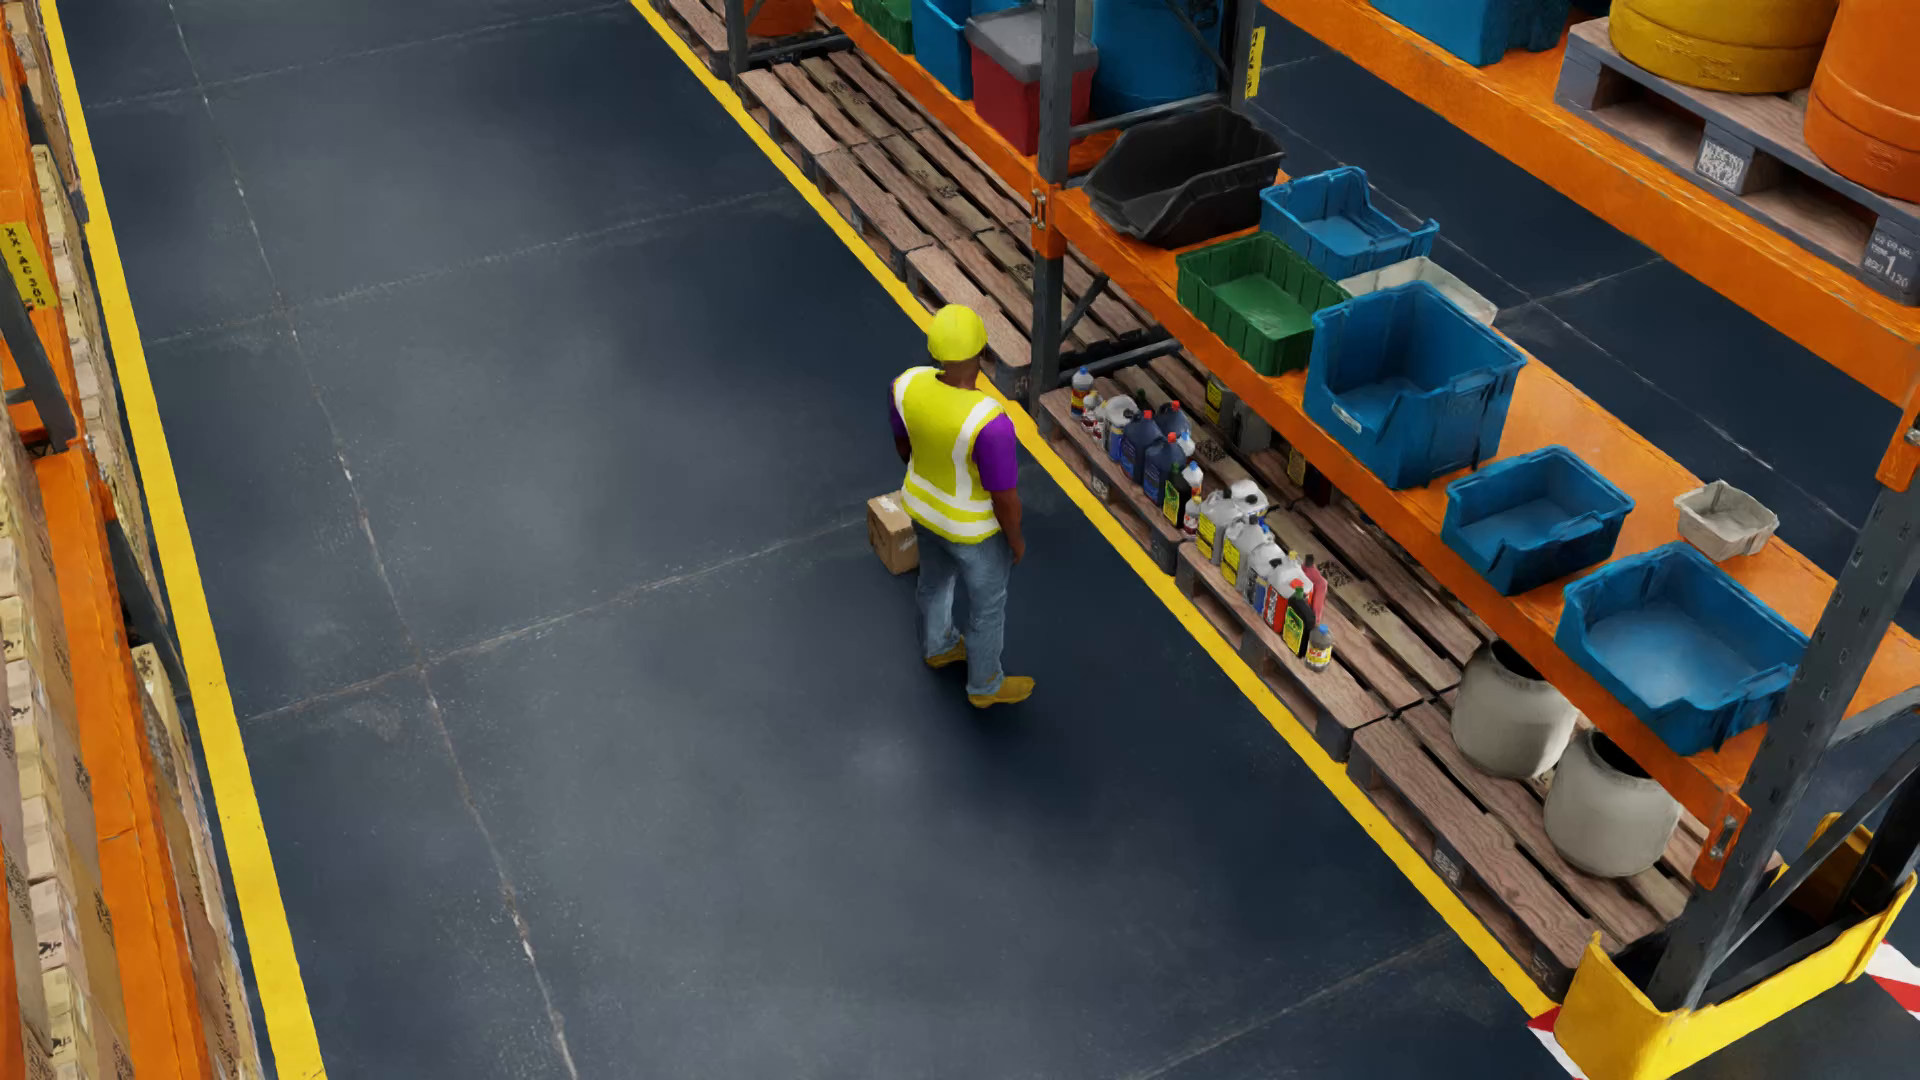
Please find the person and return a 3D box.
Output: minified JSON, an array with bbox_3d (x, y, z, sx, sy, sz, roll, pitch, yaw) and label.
[{"bbox_3d":[0.018,-0.110,6.261,0.615,1.804,0.412,32,50,32],"label":"person"}]
